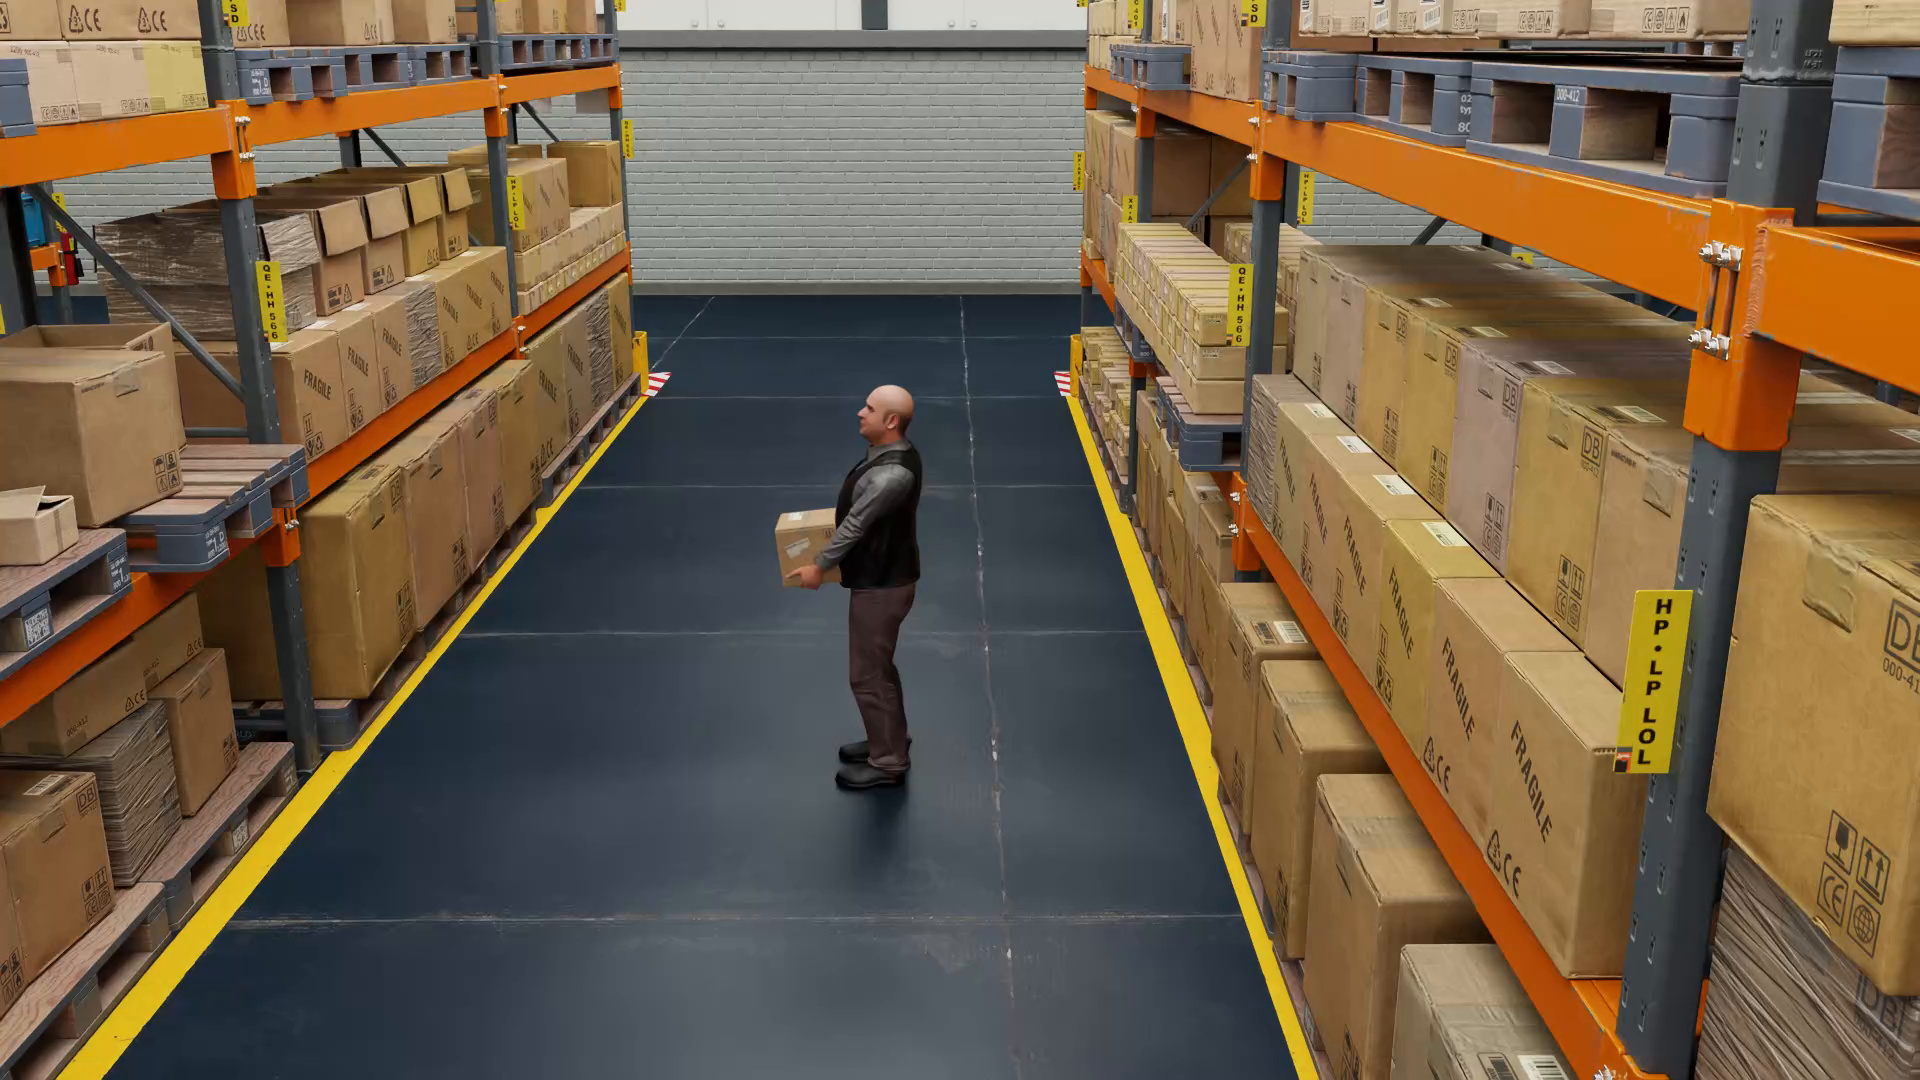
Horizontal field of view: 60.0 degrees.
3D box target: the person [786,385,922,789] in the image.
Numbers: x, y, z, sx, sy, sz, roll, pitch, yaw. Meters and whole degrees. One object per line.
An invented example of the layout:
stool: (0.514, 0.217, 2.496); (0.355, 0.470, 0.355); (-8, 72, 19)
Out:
person: (-0.436, 0.193, 6.972); (0.559, 1.711, 0.494); (0, 17, 0)
